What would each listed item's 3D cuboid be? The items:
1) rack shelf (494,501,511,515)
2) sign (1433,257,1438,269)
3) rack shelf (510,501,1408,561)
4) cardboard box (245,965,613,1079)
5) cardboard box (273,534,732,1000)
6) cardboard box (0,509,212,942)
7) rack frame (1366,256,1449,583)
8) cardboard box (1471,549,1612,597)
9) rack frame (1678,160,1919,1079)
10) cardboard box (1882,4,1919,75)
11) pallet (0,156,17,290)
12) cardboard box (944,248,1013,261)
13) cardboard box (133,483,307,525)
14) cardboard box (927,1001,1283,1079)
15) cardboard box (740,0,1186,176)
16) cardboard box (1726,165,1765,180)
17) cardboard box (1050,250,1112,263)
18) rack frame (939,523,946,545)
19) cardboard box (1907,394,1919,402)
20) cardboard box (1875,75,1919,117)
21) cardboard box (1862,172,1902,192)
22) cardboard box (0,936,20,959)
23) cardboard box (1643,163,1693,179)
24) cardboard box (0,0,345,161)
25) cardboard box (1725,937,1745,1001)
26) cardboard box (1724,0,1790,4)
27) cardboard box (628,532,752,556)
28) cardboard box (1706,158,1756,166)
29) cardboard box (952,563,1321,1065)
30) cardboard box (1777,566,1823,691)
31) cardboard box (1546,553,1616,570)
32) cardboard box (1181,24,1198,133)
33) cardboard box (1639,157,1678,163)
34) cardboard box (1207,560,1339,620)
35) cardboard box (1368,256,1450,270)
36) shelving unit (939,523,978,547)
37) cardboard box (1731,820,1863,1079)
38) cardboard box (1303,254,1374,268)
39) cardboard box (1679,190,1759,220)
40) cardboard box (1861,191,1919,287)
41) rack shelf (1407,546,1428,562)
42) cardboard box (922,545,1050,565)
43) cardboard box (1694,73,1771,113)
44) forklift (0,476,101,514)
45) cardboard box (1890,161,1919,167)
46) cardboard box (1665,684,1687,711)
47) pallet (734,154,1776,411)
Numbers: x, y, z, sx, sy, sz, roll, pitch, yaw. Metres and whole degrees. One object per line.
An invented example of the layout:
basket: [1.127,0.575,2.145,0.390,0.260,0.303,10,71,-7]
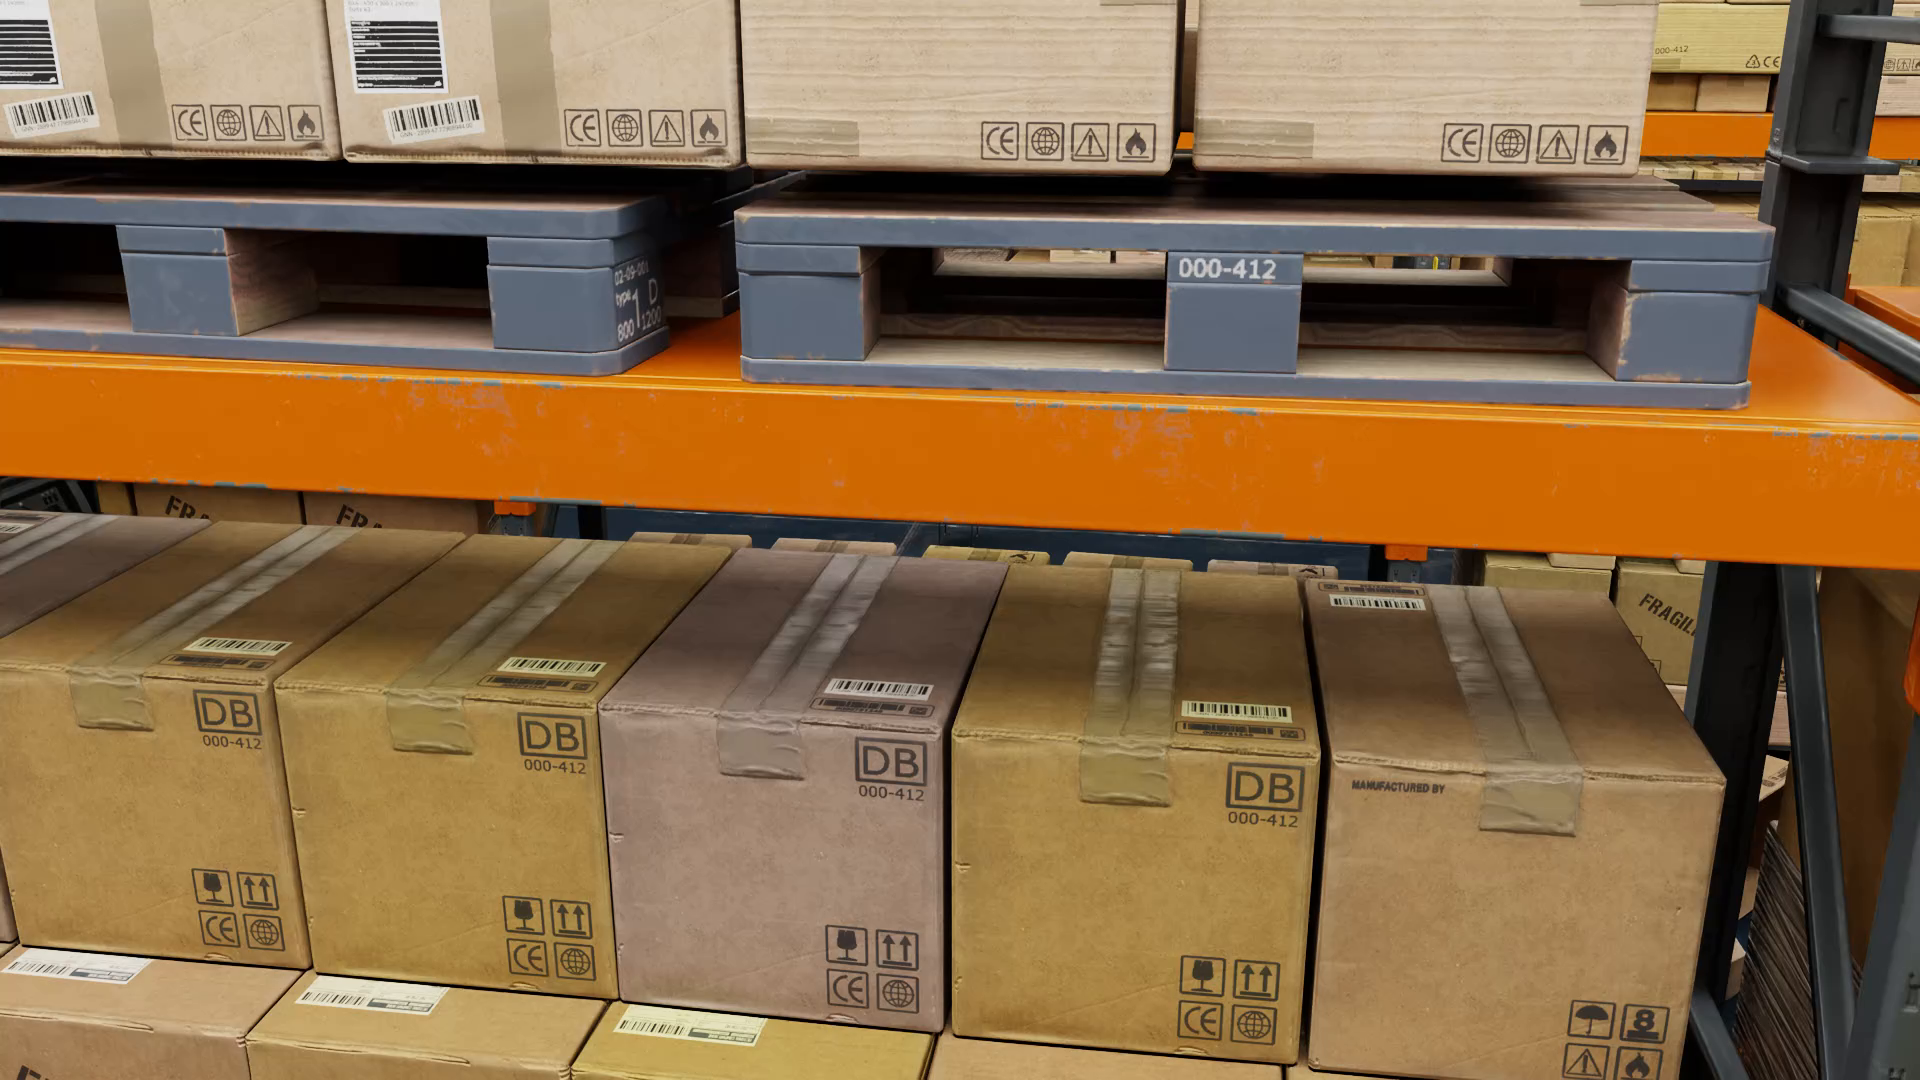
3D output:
rack shelf: [-3.955,-0.550,8.355,4.000,0.370,1.077,3,19,9]
sign: [1.885,-0.965,6.634,0.005,0.325,0.100,3,19,9]
rack shelf: [-0.005,-0.349,7.753,4.000,0.370,1.077,3,19,9]
cardboard box: [-0.773,0.901,2.726,0.500,0.500,0.500,3,19,8]
cardboard box: [-0.713,0.345,2.812,0.500,0.500,0.700,3,19,8]
cardboard box: [-1.724,0.294,2.963,0.500,0.500,0.700,3,19,8]
rack frame: [1.969,-0.590,7.338,0.127,3.000,1.000,3,19,9]
cardboard box: [2.509,0.274,7.247,0.500,0.500,0.500,4,19,11]
rack frame: [1.284,0.966,2.688,0.127,3.000,1.000,3,19,9]
cardboard box: [3.363,-1.922,6.360,0.500,0.250,0.500,3,19,9]
pallet: [-2.021,-0.552,2.796,1.003,0.211,1.213,4,19,11]
cardboard box: [-0.039,-1.007,7.298,0.500,0.500,0.500,2,19,7]
cardboard box: [-3.529,-0.089,8.530,0.875,0.875,0.875,3,19,9]
cardboard box: [0.227,0.951,2.576,0.500,0.500,0.500,3,19,8]
cardboard box: [0.030,-0.625,2.133,0.500,0.250,0.500,3,19,8]
cardboard box: [5.295,-2.413,11.139,0.250,0.149,0.380,3,19,10]
cardboard box: [0.521,-1.274,7.074,0.250,0.149,0.380,2,19,6]
rack frame: [-0.108,-0.432,10.177,0.006,0.900,0.240,3,19,9]
cardboard box: [3.855,-0.602,6.749,0.500,0.500,0.500,3,19,9]
cardboard box: [3.497,-1.708,6.349,0.250,0.149,0.380,3,19,8]
cardboard box: [6.067,-2.394,11.083,0.250,0.149,0.380,3,19,9]
cardboard box: [-1.763,0.849,2.880,0.500,0.500,0.500,3,19,8]
cardboard box: [4.800,-2.467,11.300,0.250,0.149,0.380,3,19,9]
cardboard box: [-0.984,-0.705,2.278,0.500,0.311,0.500,3,19,8]
cardboard box: [2.433,1.420,5.640,0.396,0.266,0.258,-11,21,-29]
cardboard box: [3.004,-2.111,6.298,0.250,0.149,0.380,3,19,8]
cardboard box: [-1.424,0.288,8.196,0.625,0.372,0.950,2,19,5]
cardboard box: [5.382,-2.579,11.634,0.250,0.149,0.380,4,19,10]
cardboard box: [0.285,0.396,2.658,0.500,0.500,0.700,3,19,8]
cardboard box: [3.551,0.324,7.098,0.500,0.500,0.500,4,19,12]
cardboard box: [2.623,-0.009,7.069,0.250,0.149,0.380,3,19,9]
cardboard box: [0.299,-0.714,2.558,0.380,0.149,0.250,3,19,9]
cardboard box: [4.882,-2.610,11.728,0.250,0.149,0.380,3,19,9]
cardboard box: [1.451,0.432,7.765,0.625,0.372,0.950,3,19,9]
cardboard box: [3.150,-2.088,11.659,0.500,0.500,0.500,2,19,7]
shelving unit: [-0.008,-0.427,10.162,0.210,0.900,0.258,3,19,9]
cardboard box: [1.650,0.910,2.620,0.550,0.550,0.875,3,19,9]
cardboard box: [1.477,-0.929,7.063,0.500,0.500,0.500,3,19,8]
cardboard box: [2.870,-1.130,6.750,0.500,0.500,0.700,3,19,9]
cardboard box: [3.891,-1.098,6.656,0.500,0.500,0.700,3,19,8]
rack shelf: [3.944,-0.148,7.151,4.000,0.370,1.077,3,19,9]
cardboard box: [0.054,0.362,7.973,0.625,0.372,0.950,4,19,10]
cardboard box: [2.991,-1.767,6.525,0.250,0.149,0.380,3,19,10]
forklift: [-3.114,0.013,5.646,3.031,2.935,1.130,4,19,11]
cardboard box: [6.405,-2.523,11.469,0.250,0.149,0.380,3,19,8]
cardboard box: [3.038,0.653,7.296,0.500,0.250,0.500,4,19,12]
pallet: [0.371,-0.396,2.334,1.217,0.209,0.805,2,19,6]
